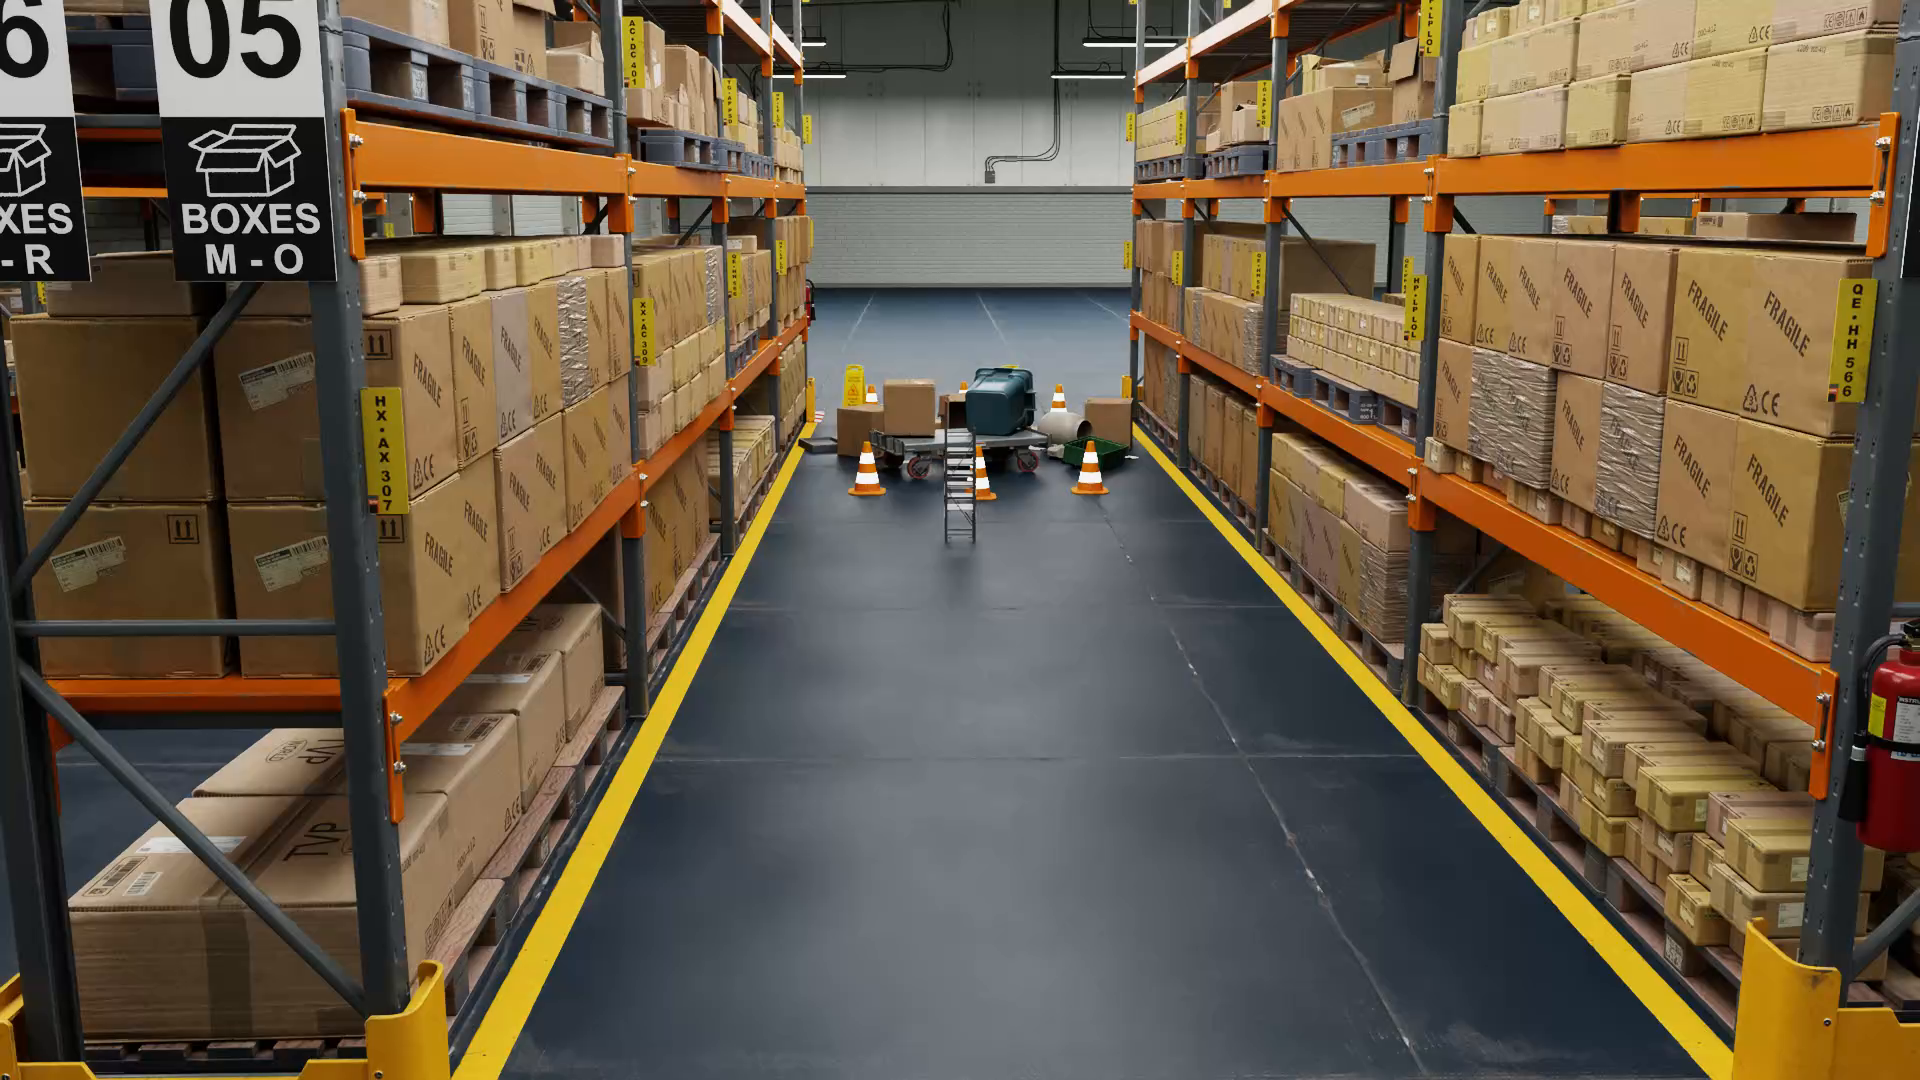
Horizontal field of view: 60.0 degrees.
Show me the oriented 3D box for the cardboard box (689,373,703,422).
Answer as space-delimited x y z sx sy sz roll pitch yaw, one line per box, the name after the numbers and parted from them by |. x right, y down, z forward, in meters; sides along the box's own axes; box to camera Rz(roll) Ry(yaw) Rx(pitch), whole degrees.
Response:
-1.863 -0.877 10.216 0.500 0.250 0.500 0 11 -2 | cardboard box

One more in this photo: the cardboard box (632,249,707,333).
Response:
-1.898 -1.590 10.585 0.500 0.500 0.500 0 11 -1 | cardboard box

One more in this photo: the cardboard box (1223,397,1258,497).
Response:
2.810 -0.792 14.021 1.050 0.750 0.750 0 11 0 | cardboard box

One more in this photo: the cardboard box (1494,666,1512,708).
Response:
2.663 0.672 7.566 0.380 0.149 0.250 -1 11 -4 | cardboard box

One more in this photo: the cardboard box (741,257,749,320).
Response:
-2.006 -2.053 13.580 0.500 0.500 0.500 0 11 0 | cardboard box

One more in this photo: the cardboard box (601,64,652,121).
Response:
-1.770 -2.269 8.436 0.396 0.266 0.258 0 11 -2 | cardboard box

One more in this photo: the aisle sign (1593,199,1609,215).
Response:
7.849 -4.272 20.032 0.394 0.787 0.004 0 11 -1 | aisle sign

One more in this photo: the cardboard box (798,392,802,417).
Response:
-2.069 -1.539 18.961 0.500 0.250 0.500 0 11 -1 | cardboard box

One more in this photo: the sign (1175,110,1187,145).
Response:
2.117 -3.948 15.933 0.100 0.325 0.005 0 11 -1 | sign

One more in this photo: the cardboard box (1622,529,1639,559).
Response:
2.692 0.000 6.148 0.380 0.149 0.250 -1 11 -4 | cardboard box

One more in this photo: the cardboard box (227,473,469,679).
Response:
-1.750 0.091 4.812 0.500 0.500 0.500 0 11 -2 | cardboard box

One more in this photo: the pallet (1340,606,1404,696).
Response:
2.820 0.613 9.505 1.003 0.211 1.213 0 11 -1 | pallet

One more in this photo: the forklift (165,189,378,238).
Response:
-4.751 -1.211 11.817 1.129 2.867 3.031 0 11 -2 | forklift

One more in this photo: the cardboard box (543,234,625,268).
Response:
-1.785 -1.355 7.796 0.380 0.149 0.250 0 11 -2 | cardboard box

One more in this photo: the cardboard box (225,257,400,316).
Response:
-1.758 -0.692 4.526 0.380 0.149 0.250 0 11 0 | cardboard box

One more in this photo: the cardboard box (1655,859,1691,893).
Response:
2.675 1.181 5.809 0.380 0.149 0.250 0 11 -1 | cardboard box

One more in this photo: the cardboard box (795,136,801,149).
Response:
-2.056 -4.615 19.345 0.380 0.149 0.250 0 11 -1 | cardboard box

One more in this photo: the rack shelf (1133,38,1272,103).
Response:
2.630 -4.978 17.778 1.077 0.370 4.000 0 11 -1 | rack shelf

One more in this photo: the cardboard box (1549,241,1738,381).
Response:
2.617 -0.887 6.374 0.500 0.500 0.500 -1 11 -3 | cardboard box

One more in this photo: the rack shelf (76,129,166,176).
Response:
-2.068 -1.374 6.060 0.919 0.124 3.809 0 11 -1 | rack shelf

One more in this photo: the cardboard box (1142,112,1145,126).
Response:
2.288 -4.808 18.989 0.380 0.149 0.250 0 11 -2 | cardboard box

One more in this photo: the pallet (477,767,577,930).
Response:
-2.144 1.203 6.598 1.003 0.211 1.213 0 11 -1 | pallet

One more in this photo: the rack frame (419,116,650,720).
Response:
-2.110 -0.558 8.265 1.000 3.000 0.127 0 11 -1 | rack frame

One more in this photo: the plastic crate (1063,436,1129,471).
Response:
1.358 -0.868 16.721 0.450 0.188 0.662 17 18 26 | plastic crate

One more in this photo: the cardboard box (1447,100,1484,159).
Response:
2.583 -1.902 7.722 0.500 0.250 0.500 0 11 2 | cardboard box

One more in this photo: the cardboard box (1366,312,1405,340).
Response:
2.617 -1.258 9.793 0.380 0.149 0.250 -1 11 -3 | cardboard box

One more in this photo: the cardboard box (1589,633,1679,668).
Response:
3.089 0.523 7.555 0.380 0.149 0.250 0 11 1 | cardboard box

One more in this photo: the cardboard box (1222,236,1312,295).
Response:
2.711 -2.426 14.708 0.700 0.500 0.500 0 11 -1 | cardboard box

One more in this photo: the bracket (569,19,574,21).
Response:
-8.215 -10.981 35.502 0.235 0.232 0.430 0 11 -1 | bracket

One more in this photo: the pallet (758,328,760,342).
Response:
-2.405 -1.902 15.371 1.003 0.211 1.213 0 11 -1 | pallet

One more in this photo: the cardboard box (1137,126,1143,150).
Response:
2.343 -4.684 19.380 0.500 0.250 0.500 0 11 -1 | cardboard box

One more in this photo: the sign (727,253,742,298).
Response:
-1.638 -1.924 12.084 0.100 0.325 0.005 0 11 -1 | sign

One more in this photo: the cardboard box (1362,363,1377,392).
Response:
2.605 -0.966 9.850 0.380 0.149 0.250 -1 11 -4 | cardboard box

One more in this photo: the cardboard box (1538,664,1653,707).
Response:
2.678 0.632 7.016 0.380 0.149 0.250 -1 11 -4 | cardboard box

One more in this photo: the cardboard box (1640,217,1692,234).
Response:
7.337 -3.062 17.091 0.500 0.500 0.500 0 11 -1 | cardboard box

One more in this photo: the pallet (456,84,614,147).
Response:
-2.103 -1.822 7.174 1.003 0.211 1.213 0 11 -1 | pallet

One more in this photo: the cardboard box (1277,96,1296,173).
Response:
2.500 -2.798 11.511 0.500 0.500 0.500 0 11 -1 | cardboard box

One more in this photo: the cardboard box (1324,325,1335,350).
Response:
2.590 -1.319 10.842 0.380 0.149 0.250 0 11 -1 | cardboard box

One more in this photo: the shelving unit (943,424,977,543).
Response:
0.000 -0.439 12.962 0.258 0.900 0.210 0 11 -1 | shelving unit

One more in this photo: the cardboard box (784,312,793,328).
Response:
-1.978 -2.343 17.698 0.380 0.149 0.250 0 11 -1 | cardboard box

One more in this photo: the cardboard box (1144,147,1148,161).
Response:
2.292 -4.365 18.812 0.380 0.149 0.250 0 11 -1 | cardboard box

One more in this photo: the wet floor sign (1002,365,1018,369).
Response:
0.609 -1.828 20.445 0.267 0.644 0.232 -2 12 -11 | wet floor sign

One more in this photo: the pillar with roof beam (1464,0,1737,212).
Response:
18.362 -11.795 48.568 9.100 9.000 0.548 0 11 -1 | pillar with roof beam

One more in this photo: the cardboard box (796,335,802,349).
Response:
-2.006 -2.256 18.978 0.380 0.149 0.250 0 11 0 | cardboard box

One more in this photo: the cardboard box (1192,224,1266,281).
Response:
2.699 -2.865 16.543 0.875 0.550 0.550 0 11 -1 | cardboard box

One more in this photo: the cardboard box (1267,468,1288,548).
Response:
2.514 -0.233 11.893 0.500 0.500 0.500 -1 11 -4 | cardboard box

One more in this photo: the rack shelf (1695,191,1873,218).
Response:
7.674 -2.909 14.118 1.077 0.370 4.000 0 11 -1 | rack shelf

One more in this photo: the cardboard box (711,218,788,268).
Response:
-2.067 -2.921 16.401 0.700 0.500 0.500 0 11 -2 | cardboard box

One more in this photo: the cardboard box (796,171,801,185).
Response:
-2.033 -4.171 19.163 0.380 0.149 0.250 0 11 -1 | cardboard box

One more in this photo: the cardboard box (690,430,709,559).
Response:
-2.261 -0.380 11.676 0.875 0.875 0.875 0 11 -2 | cardboard box

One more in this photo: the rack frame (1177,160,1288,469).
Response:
2.672 -2.189 16.303 1.000 3.000 0.127 0 11 -1 | rack frame

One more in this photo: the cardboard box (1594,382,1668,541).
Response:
2.628 -0.290 5.942 0.500 0.500 0.500 0 11 -1 | cardboard box
